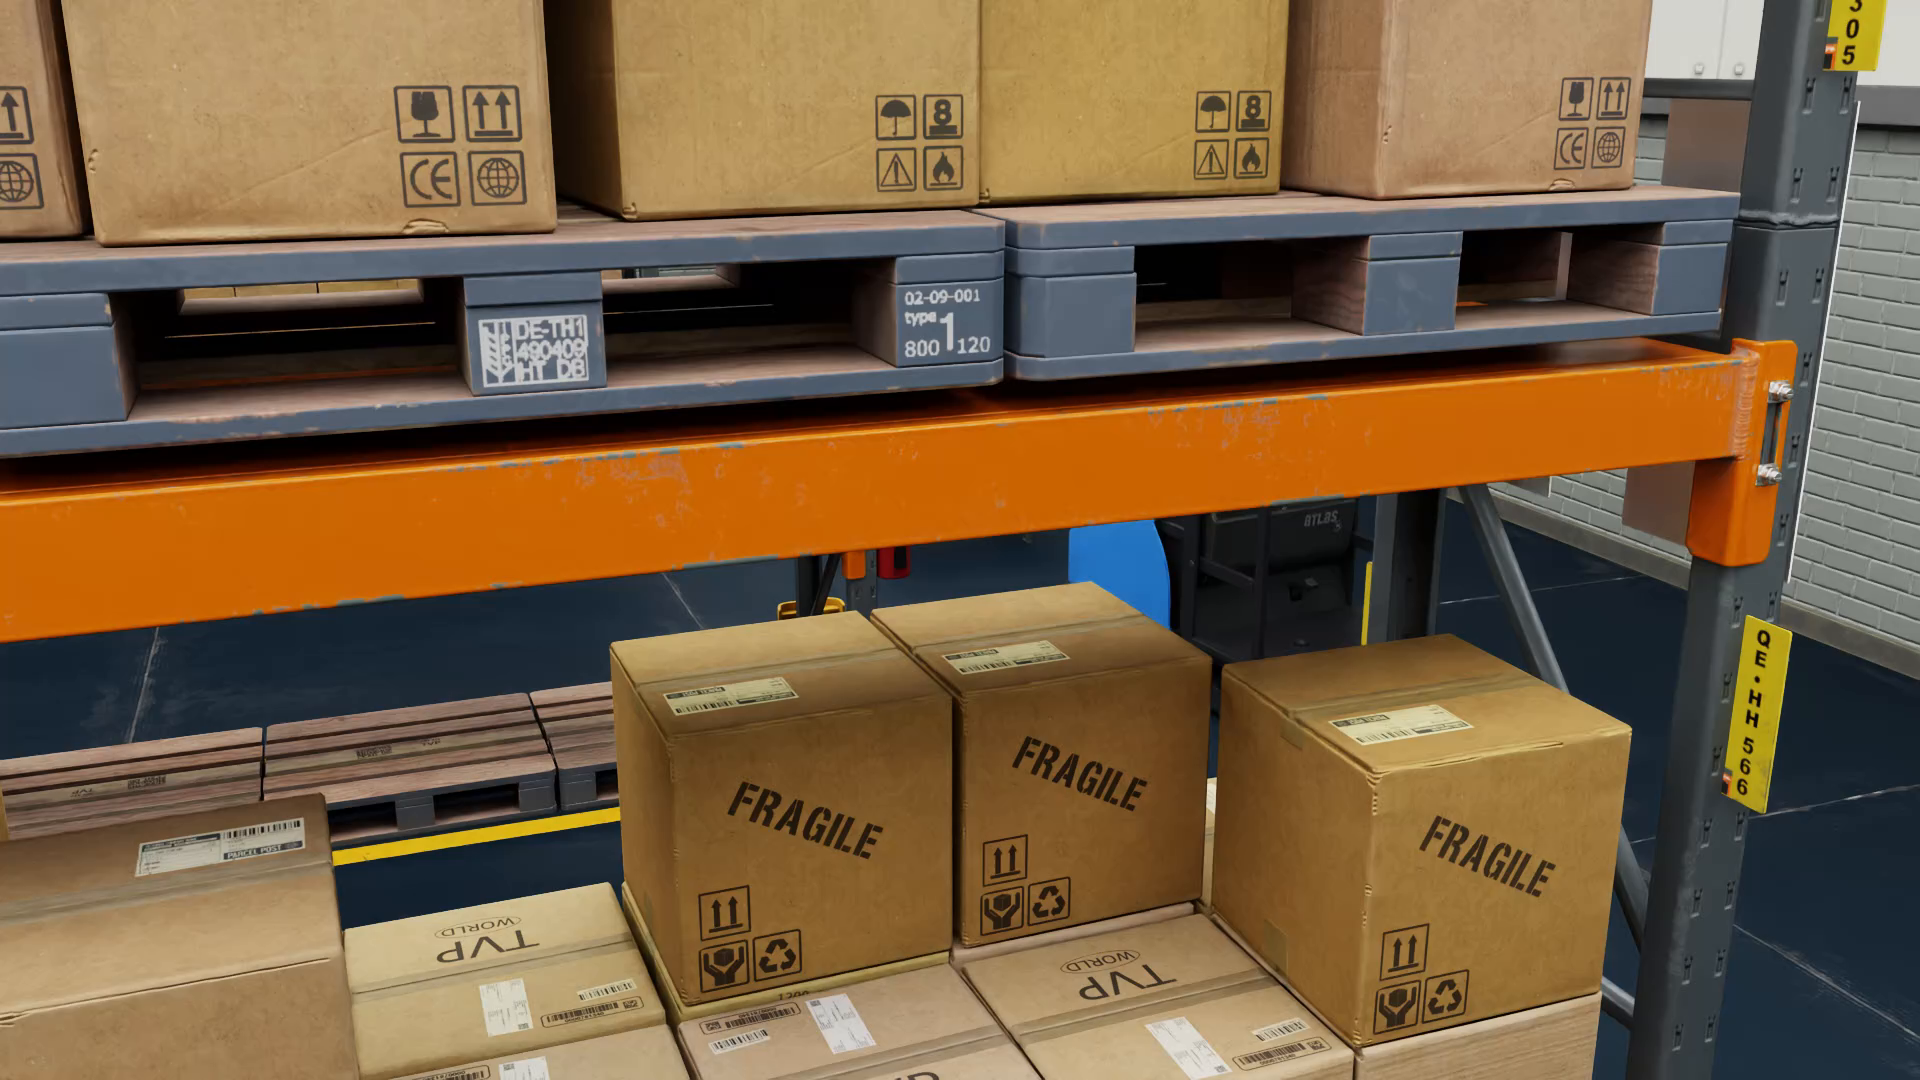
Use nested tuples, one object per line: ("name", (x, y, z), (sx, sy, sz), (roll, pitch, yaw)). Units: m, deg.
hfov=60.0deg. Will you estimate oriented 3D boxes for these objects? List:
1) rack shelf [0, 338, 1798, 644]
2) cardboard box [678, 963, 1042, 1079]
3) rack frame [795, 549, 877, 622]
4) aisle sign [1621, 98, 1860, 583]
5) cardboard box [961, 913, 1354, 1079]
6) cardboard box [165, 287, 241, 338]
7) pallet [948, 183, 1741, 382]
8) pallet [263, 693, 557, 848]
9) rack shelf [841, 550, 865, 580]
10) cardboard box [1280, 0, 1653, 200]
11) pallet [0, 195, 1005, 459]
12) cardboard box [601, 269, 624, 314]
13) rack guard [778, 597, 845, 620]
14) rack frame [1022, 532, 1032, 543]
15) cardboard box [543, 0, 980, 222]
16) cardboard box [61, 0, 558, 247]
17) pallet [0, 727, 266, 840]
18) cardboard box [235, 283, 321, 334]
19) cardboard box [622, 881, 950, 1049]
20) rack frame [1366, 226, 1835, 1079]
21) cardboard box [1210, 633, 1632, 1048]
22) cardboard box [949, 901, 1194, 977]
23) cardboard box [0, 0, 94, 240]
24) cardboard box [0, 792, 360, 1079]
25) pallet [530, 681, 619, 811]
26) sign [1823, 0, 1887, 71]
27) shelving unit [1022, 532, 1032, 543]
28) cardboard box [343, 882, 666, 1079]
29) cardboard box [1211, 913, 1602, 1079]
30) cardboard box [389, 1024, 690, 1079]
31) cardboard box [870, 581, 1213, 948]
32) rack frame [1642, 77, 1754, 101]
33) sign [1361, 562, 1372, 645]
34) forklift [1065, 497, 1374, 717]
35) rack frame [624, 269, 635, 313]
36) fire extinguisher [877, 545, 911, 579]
("rack shelf", (-0.712, -0.074, 2.479), (4.000, 0.370, 1.077), (-6, 17, -20))
("cardboard box", (-0.151, 0.969, 2.714), (0.500, 0.250, 0.500), (-7, 18, -22))
("rack frame", (-0.616, -0.485, 7.925), (0.127, 3.000, 1.000), (-6, 17, -20))
("aisle sign", (1.330, -0.357, 2.877), (0.004, 0.787, 0.394), (-6, 17, -20))
("cardboard box", (0.324, 0.917, 2.889), (0.500, 0.250, 0.500), (-6, 18, -21))
("cardboard box", (-3.982, -1.663, 11.761), (3.026, 0.500, 1.079), (-6, 17, -19))
("pallet", (0.467, -0.501, 2.813), (1.213, 0.211, 1.003), (-6, 17, -20))
("pallet", (-2.538, 1.048, 7.654), (1.213, 0.211, 1.003), (-6, 17, -20))
("rack shelf", (-2.484, 0.062, 7.340), (4.000, 0.370, 1.077), (-6, 17, -20))
("cardboard box", (0.690, -0.852, 2.751), (0.500, 0.500, 0.700), (-7, 18, -23))
("pallet", (-0.674, -0.377, 2.391), (1.213, 0.211, 1.003), (-6, 17, -20))
("cardboard box", (-2.706, -1.719, 11.952), (0.500, 0.500, 0.500), (-6, 17, -18))
("rack guard", (-0.599, 0.709, 8.297), (0.348, 0.500, 1.175), (-6, 17, -20))
("rack frame", (0.395, -0.762, 11.532), (0.032, 1.500, 0.500), (-6, 17, -20))
("cardboard box", (-0.345, -0.762, 2.445), (0.500, 0.500, 0.700), (-7, 18, -24))
("cardboard box", (-0.827, -0.678, 2.159), (0.500, 0.500, 0.700), (-5, 17, -18))
("pallet", (-3.679, 1.172, 7.232), (1.213, 0.211, 1.003), (-6, 17, -20))
("cardboard box", (-4.602, -1.515, 11.256), (0.500, 0.500, 0.500), (-6, 17, -20))
("cardboard box", (-0.342, 0.829, 3.190), (0.500, 0.250, 0.500), (-7, 18, -22))
("rack frame", (1.156, 0.819, 3.487), (0.127, 3.000, 1.000), (-6, 17, -20))
("cardboard box", (0.795, 0.506, 2.958), (0.500, 0.500, 0.500), (-6, 17, -19))
("cardboard box", (0.128, 0.779, 3.359), (0.500, 0.250, 0.500), (-6, 18, -21))
("cardboard box", (-1.366, -0.663, 2.107), (0.500, 0.500, 0.700), (-5, 17, -17))
("cardboard box", (-1.094, 0.709, 2.268), (0.500, 0.500, 0.500), (-7, 18, -22))
("pallet", (-1.400, 0.926, 8.069), (1.213, 0.211, 1.003), (-6, 17, -20))
("sign", (1.337, -0.863, 2.460), (0.005, 0.325, 0.100), (-6, 17, -20))
("shelving unit", (-0.080, -0.711, 11.358), (1.048, 1.500, 0.538), (-6, 17, -20))
("cardboard box", (-0.828, 0.883, 3.006), (0.500, 0.250, 0.500), (-7, 18, -21))
("cardboard box", (0.798, 0.866, 3.062), (0.500, 0.250, 0.500), (-6, 18, -21))
("cardboard box", (-0.636, 1.022, 2.531), (0.500, 0.250, 0.500), (-6, 17, -20))
("cardboard box", (0.144, 0.416, 3.266), (0.500, 0.500, 0.500), (-7, 18, -21))
("rack frame", (1.157, -2.059, 2.639), (0.053, 2.616, 0.949), (-6, 17, -20))
("sign", (0.963, 0.219, 3.853), (0.005, 0.325, 0.100), (-6, 17, -20))
("forklift", (1.770, -0.578, 8.366), (1.130, 2.935, 3.031), (-9, 19, -28))
("rack frame", (-2.387, -1.789, 12.367), (0.053, 2.616, 0.949), (-6, 17, -20))
("fire extinguisher", (-0.313, -0.164, 7.633), (0.183, 0.674, 0.296), (-6, 17, -20))
